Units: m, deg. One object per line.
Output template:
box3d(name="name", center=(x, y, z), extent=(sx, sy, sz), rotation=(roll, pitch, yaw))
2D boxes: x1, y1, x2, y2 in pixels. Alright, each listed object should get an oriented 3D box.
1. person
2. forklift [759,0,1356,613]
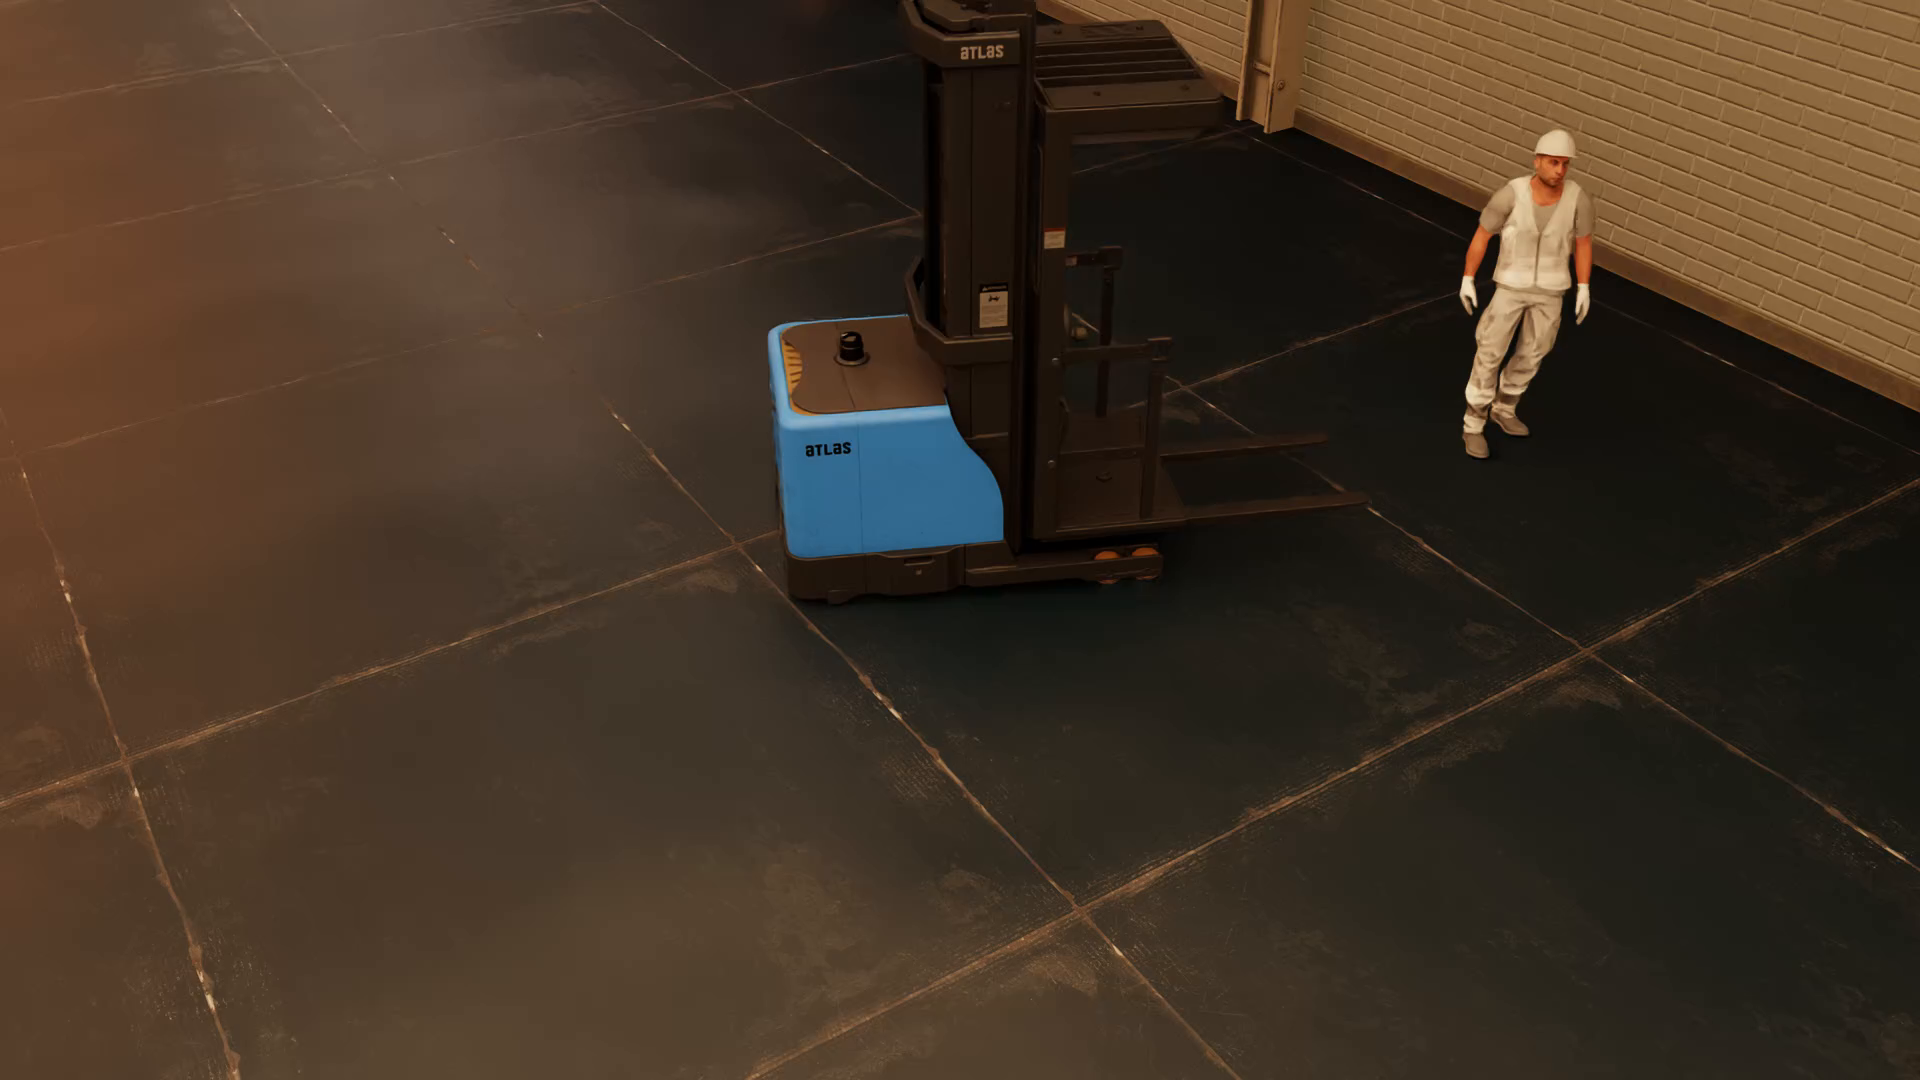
box3d(name="person", center=(3.051, -1.269, 9.039), extent=(0.816, 1.691, 0.615), rotation=(8, 36, 11))
box3d(name="forklift", center=(0.561, -1.320, 8.026), extent=(3.031, 2.935, 1.130), rotation=(-10, 36, -14))
